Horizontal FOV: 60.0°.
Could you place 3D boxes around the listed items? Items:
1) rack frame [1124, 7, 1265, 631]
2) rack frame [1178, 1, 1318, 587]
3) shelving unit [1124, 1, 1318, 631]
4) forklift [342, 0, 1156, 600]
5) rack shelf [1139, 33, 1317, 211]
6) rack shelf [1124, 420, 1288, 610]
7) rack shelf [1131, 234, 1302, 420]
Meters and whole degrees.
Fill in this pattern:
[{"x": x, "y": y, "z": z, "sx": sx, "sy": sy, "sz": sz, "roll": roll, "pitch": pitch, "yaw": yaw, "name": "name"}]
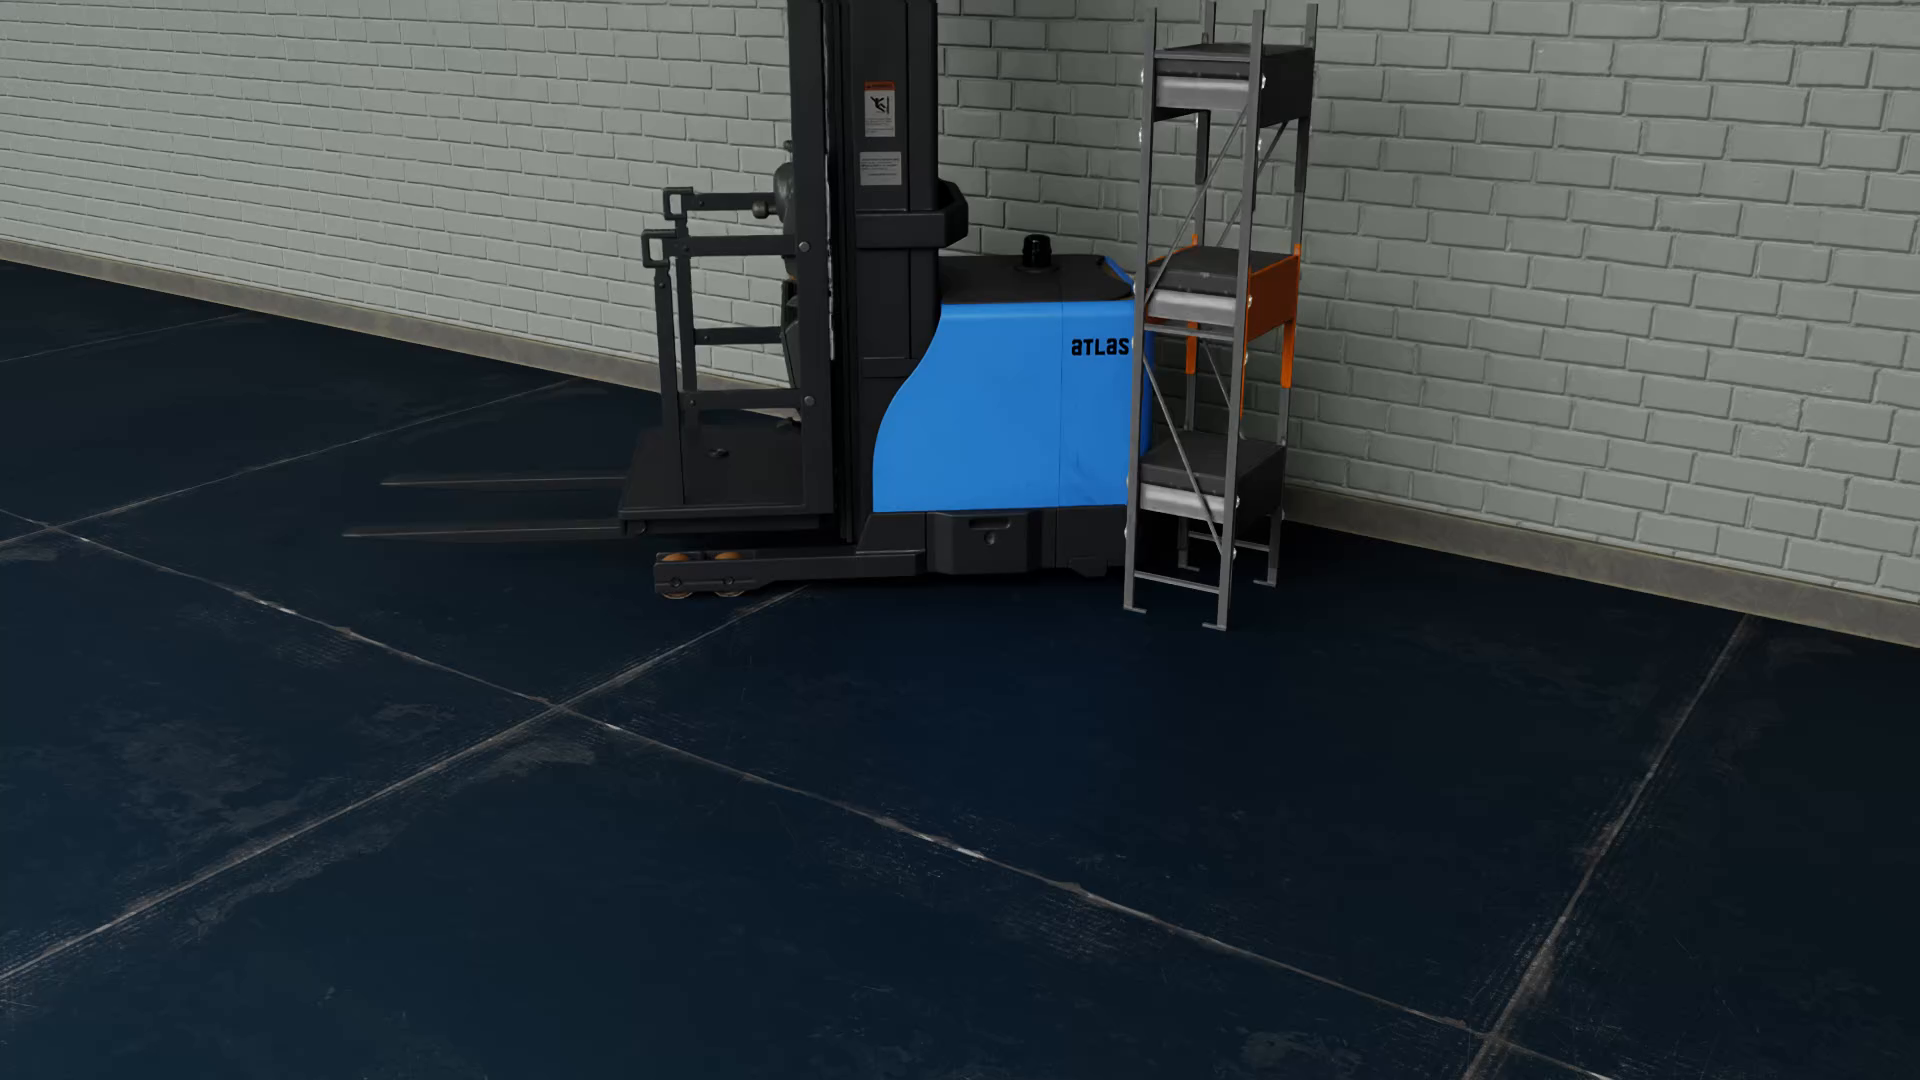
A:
[{"x": 0.774, "y": -0.698, "z": 5.627, "sx": 0.400, "sy": 2.100, "sz": 0.015, "roll": 12, "pitch": 23, "yaw": 29, "name": "rack frame"}, {"x": 1.024, "y": -0.844, "z": 6.020, "sx": 0.400, "sy": 2.100, "sz": 0.015, "roll": 12, "pitch": 23, "yaw": 29, "name": "rack frame"}, {"x": 0.899, "y": -0.771, "z": 5.823, "sx": 0.431, "sy": 2.100, "sz": 0.503, "roll": 12, "pitch": 23, "yaw": 29, "name": "shelving unit"}, {"x": -0.818, "y": -1.346, "z": 6.178, "sx": 3.031, "sy": 2.935, "sz": 1.130, "roll": -2, "pitch": 20, "yaw": -5, "name": "forklift"}, {"x": 0.899, "y": -1.415, "z": 5.585, "sx": 0.431, "sy": 0.518, "sz": 0.480, "roll": 12, "pitch": 23, "yaw": 29, "name": "rack shelf"}, {"x": 0.899, "y": -0.102, "z": 6.071, "sx": 0.431, "sy": 0.518, "sz": 0.480, "roll": 12, "pitch": 23, "yaw": 29, "name": "rack shelf"}, {"x": 0.899, "y": -0.758, "z": 5.828, "sx": 0.431, "sy": 0.518, "sz": 0.480, "roll": 12, "pitch": 23, "yaw": 29, "name": "rack shelf"}]
